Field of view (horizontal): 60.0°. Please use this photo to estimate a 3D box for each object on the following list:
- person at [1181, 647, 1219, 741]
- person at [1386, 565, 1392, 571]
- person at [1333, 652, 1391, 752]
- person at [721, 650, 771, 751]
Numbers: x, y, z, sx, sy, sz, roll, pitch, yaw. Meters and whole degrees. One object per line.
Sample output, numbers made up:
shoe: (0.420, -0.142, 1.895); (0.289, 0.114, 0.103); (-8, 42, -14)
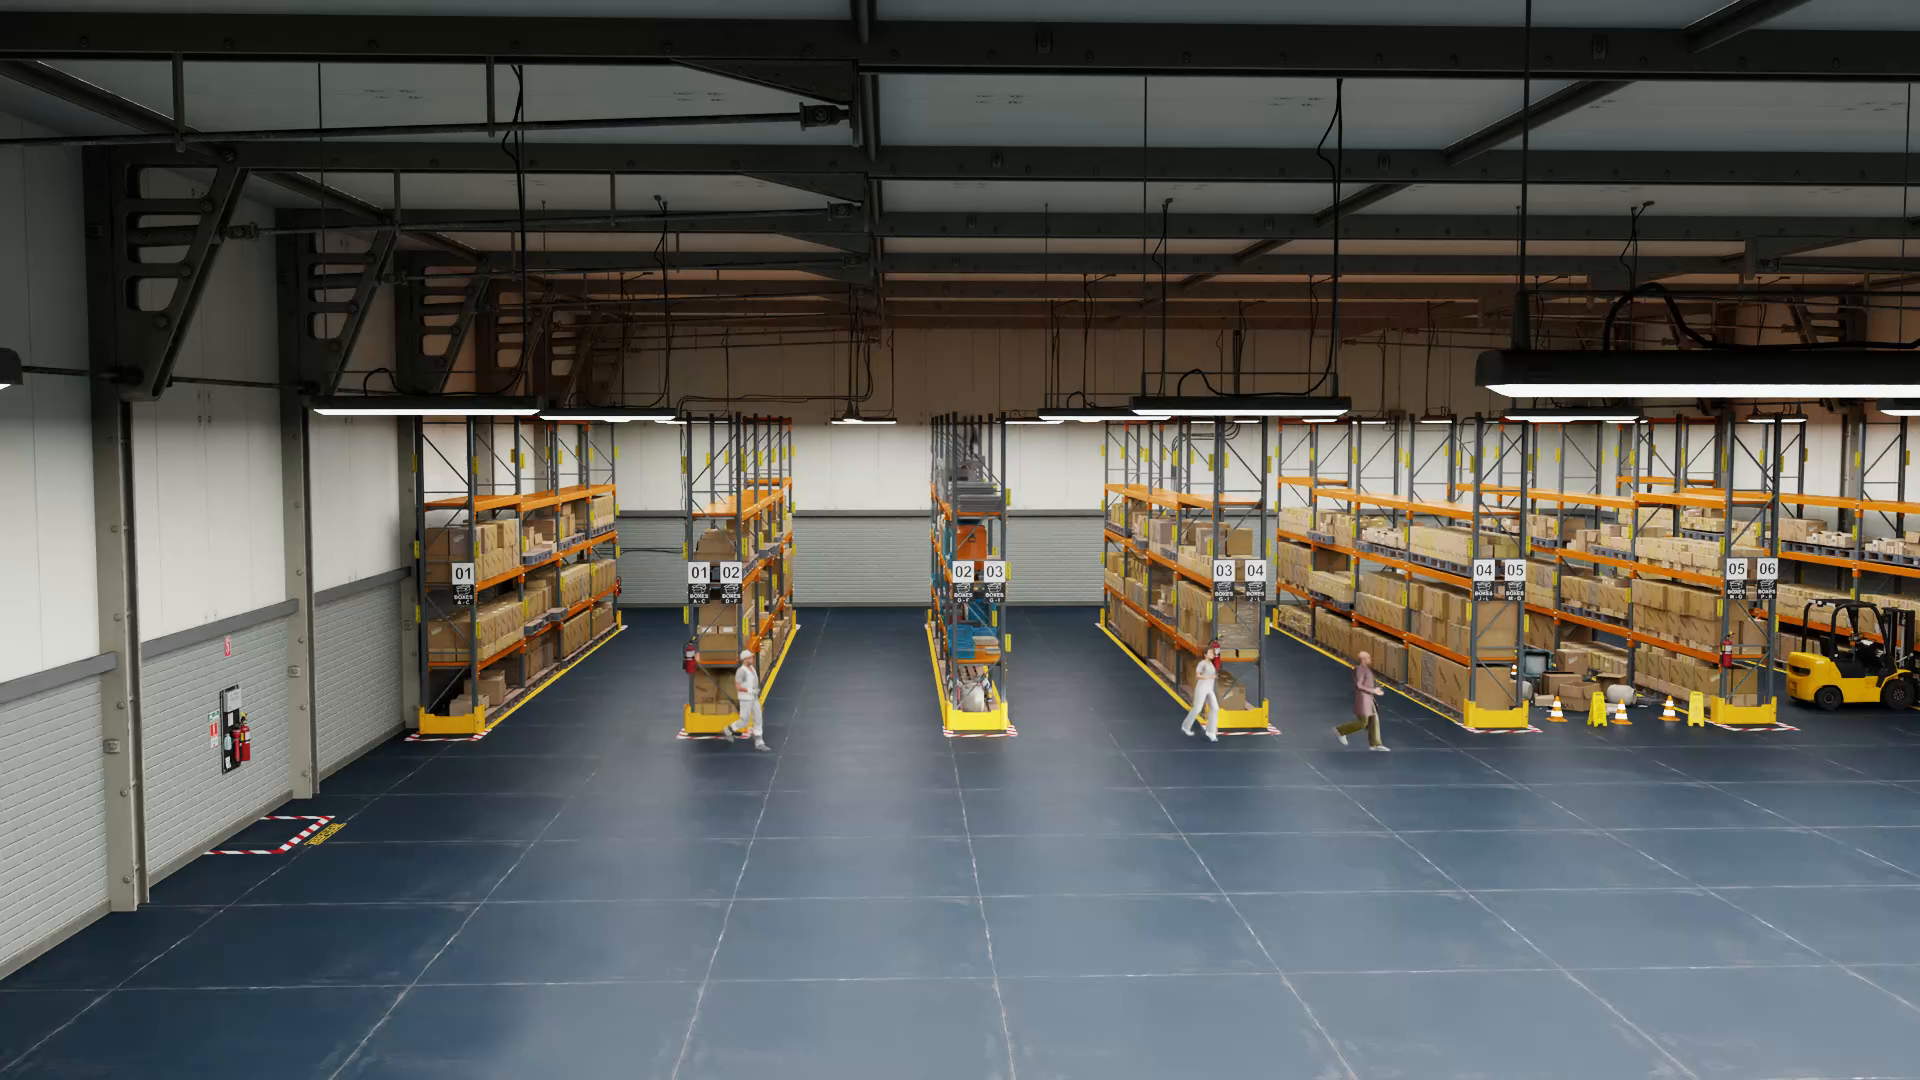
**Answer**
person: (4.480, 2.809, 30.571); (0.571, 1.713, 0.782); (-4, 5, -44)
person: (12.856, 1.491, 49.255); (0.867, 1.798, 0.703); (0, 4, 4)
person: (7.089, 2.836, 29.295); (1.004, 1.753, 0.713); (2, 4, 23)
person: (-3.770, 2.831, 29.373); (0.953, 1.778, 0.670); (2, 4, 24)
